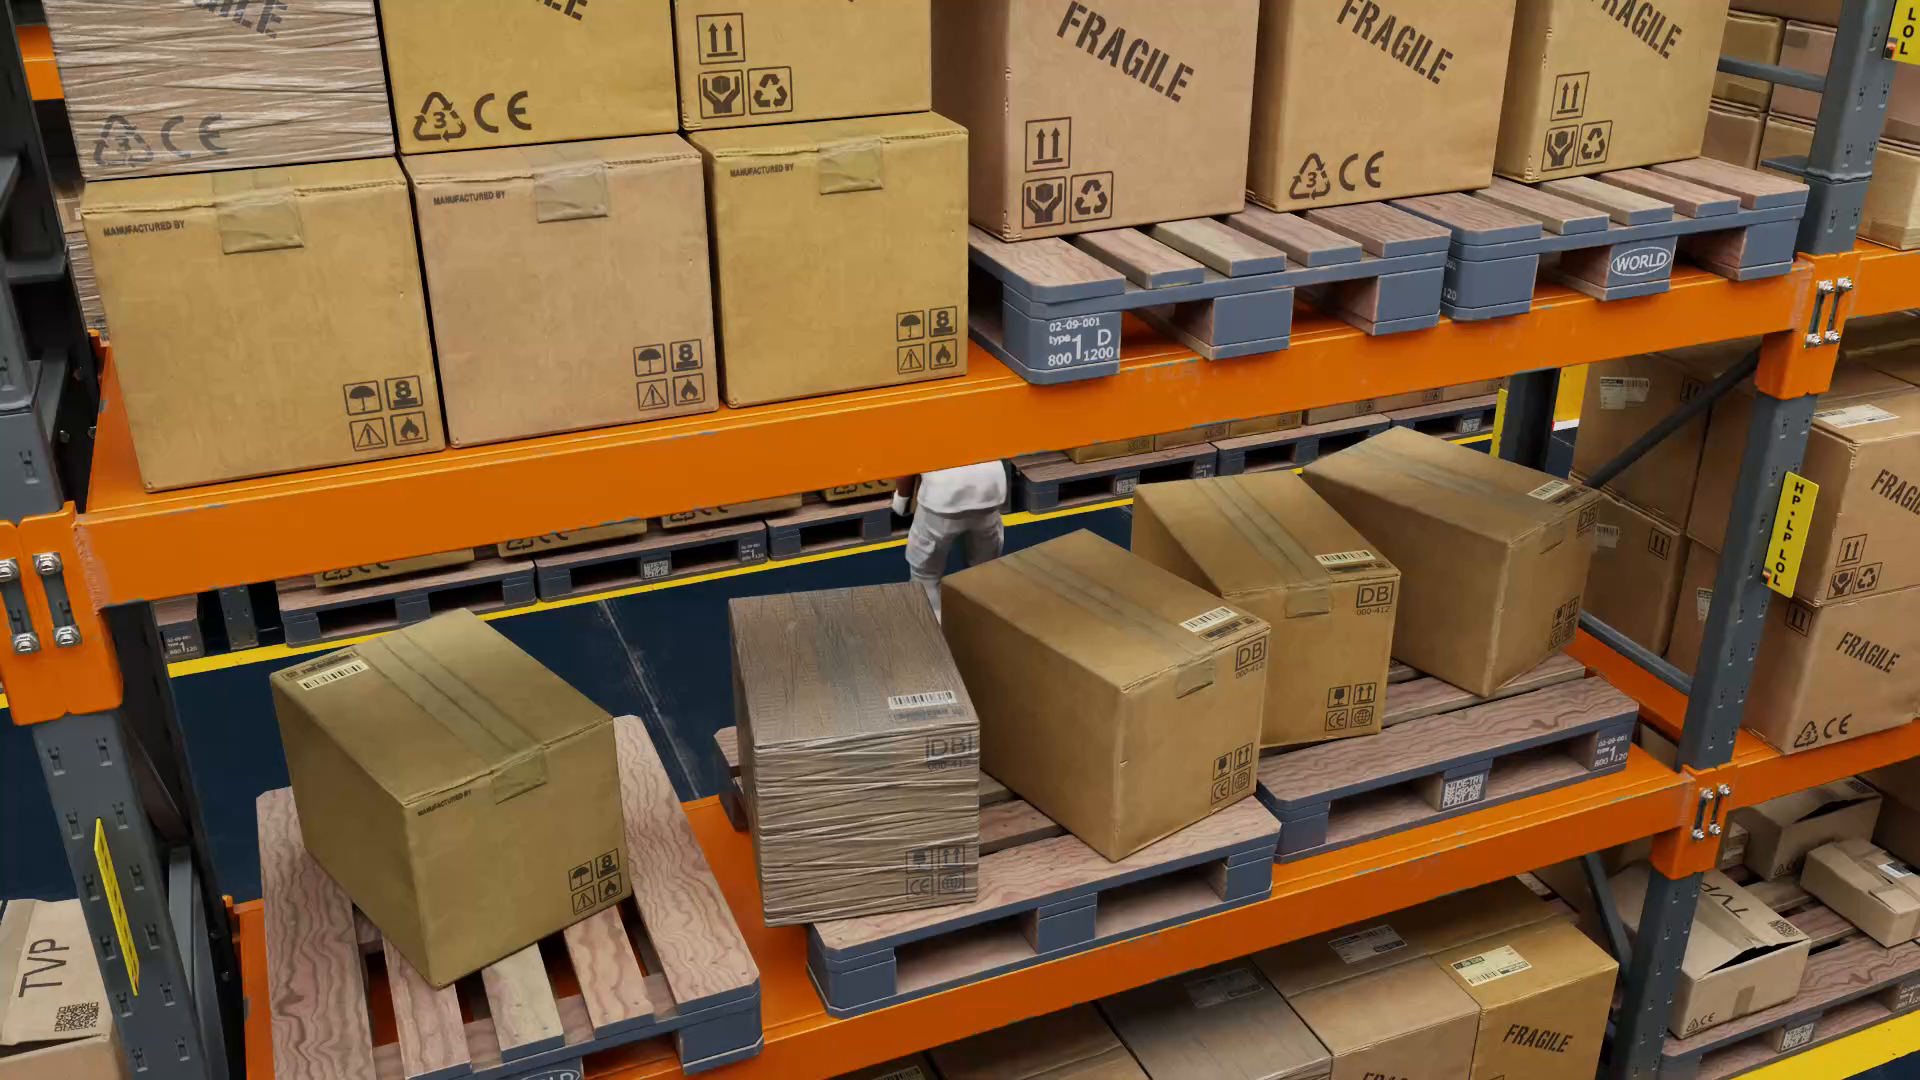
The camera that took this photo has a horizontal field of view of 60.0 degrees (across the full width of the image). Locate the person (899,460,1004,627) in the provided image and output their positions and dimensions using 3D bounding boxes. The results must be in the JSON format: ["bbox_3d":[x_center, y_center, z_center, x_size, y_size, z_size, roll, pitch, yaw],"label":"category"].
[{"bbox_3d":[-0.060,-0.224,7.551,0.495,1.786,0.549,-10,28,-20],"label":"person"}]
